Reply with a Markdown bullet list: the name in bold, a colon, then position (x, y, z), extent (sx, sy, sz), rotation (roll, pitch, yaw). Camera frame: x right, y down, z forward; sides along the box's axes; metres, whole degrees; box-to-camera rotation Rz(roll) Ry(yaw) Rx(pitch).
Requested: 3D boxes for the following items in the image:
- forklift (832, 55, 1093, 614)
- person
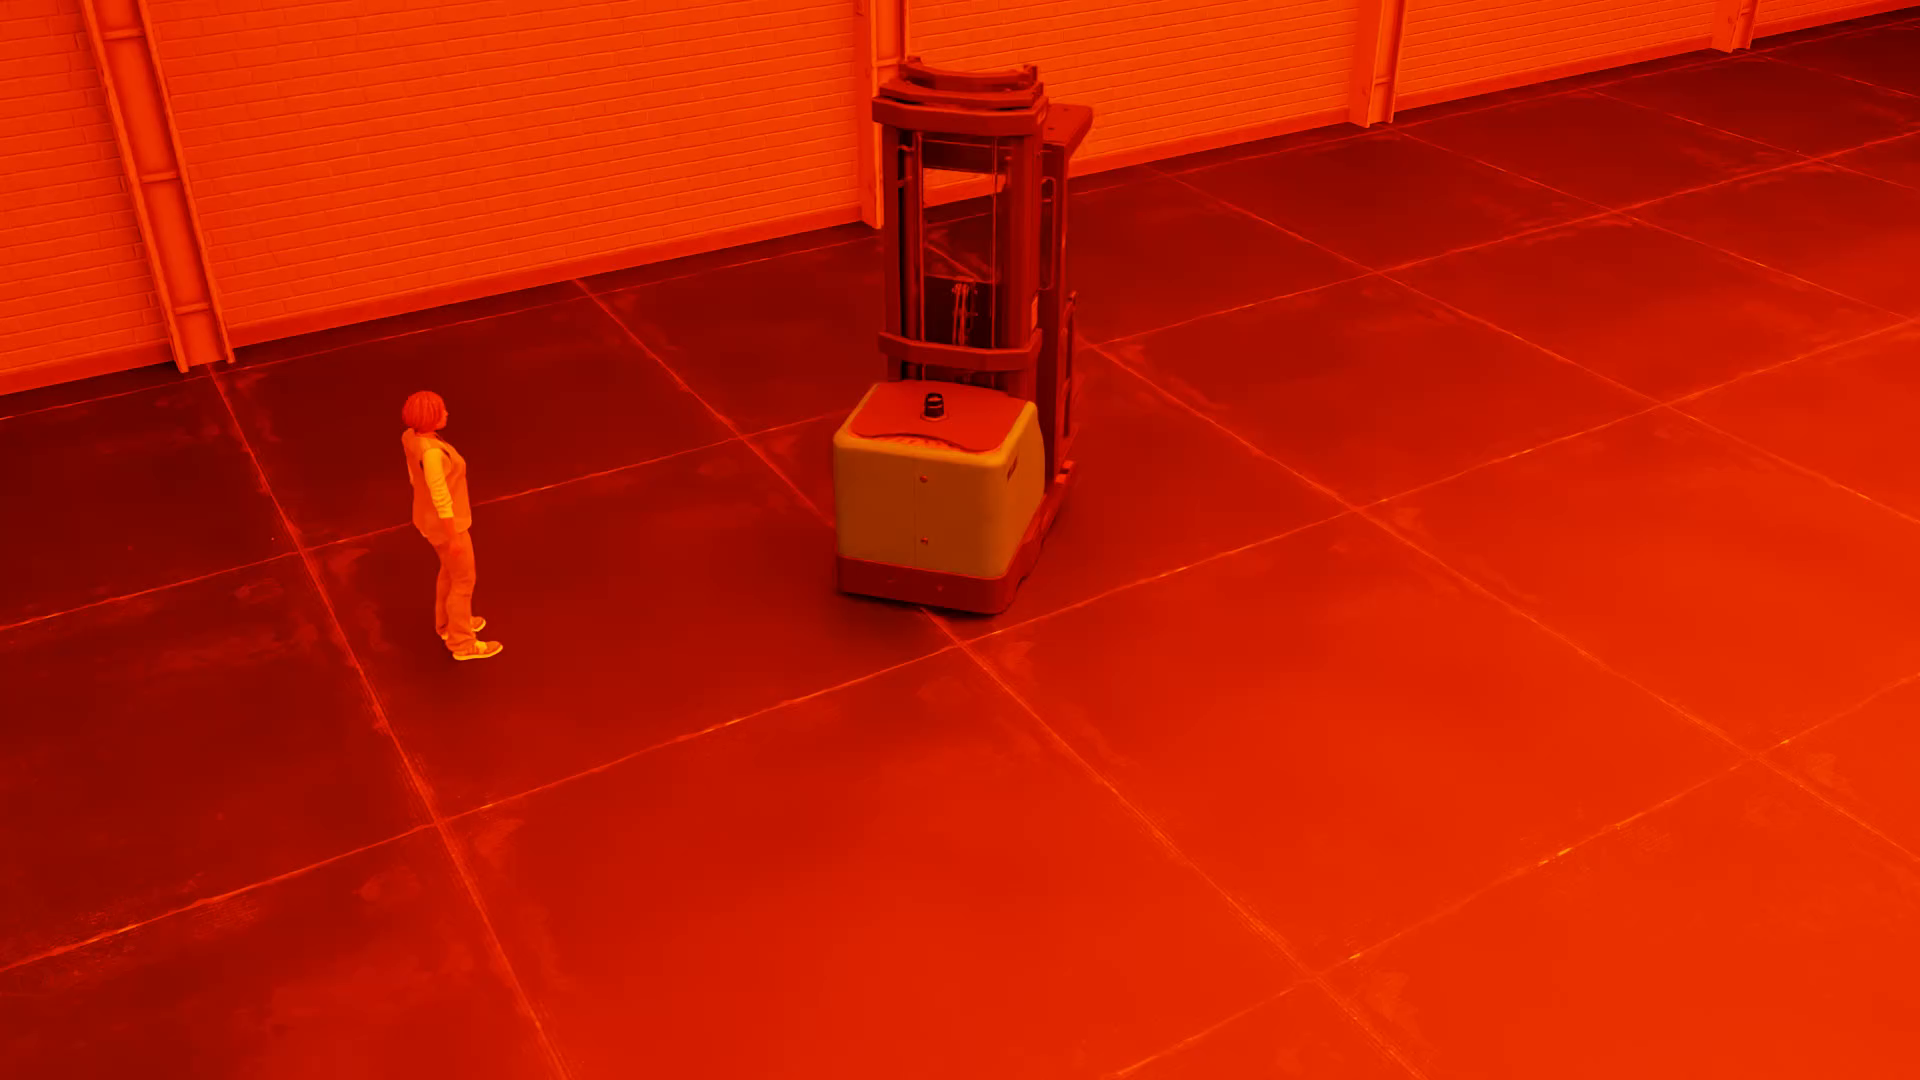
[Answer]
- **forklift**: position (0.158, -1.574, 10.276), extent (1.130, 2.935, 3.031), rotation (8, 32, 14)
- **person**: position (-2.814, -0.090, 9.096), extent (0.317, 1.599, 0.465), rotation (-19, 36, -29)
